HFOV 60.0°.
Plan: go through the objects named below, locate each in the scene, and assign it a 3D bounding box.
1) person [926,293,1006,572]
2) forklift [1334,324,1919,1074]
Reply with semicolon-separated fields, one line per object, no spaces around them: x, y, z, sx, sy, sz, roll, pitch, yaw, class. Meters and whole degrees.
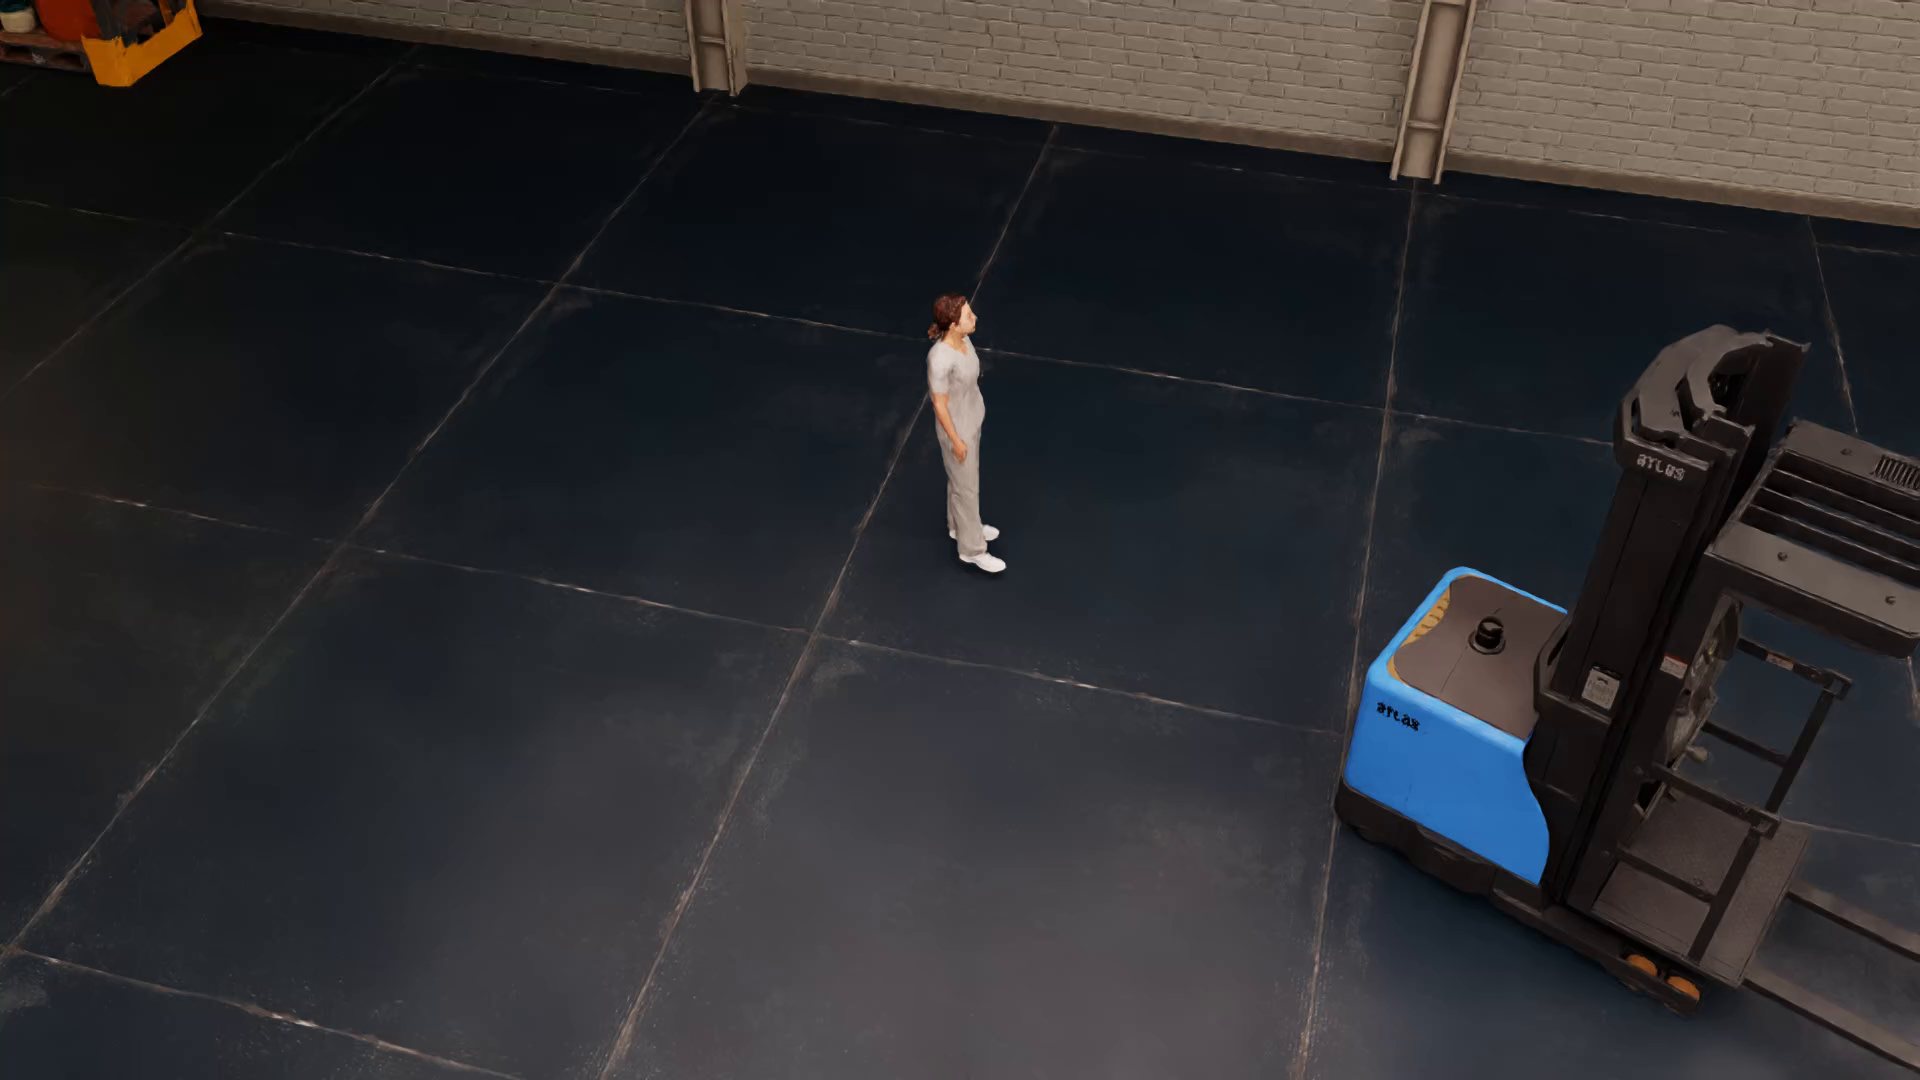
0.067;-0.645;9.478;0.549;1.673;0.550;10;42;11;person
3.372;0.661;7.107;3.031;2.935;1.130;27;48;27;forklift
